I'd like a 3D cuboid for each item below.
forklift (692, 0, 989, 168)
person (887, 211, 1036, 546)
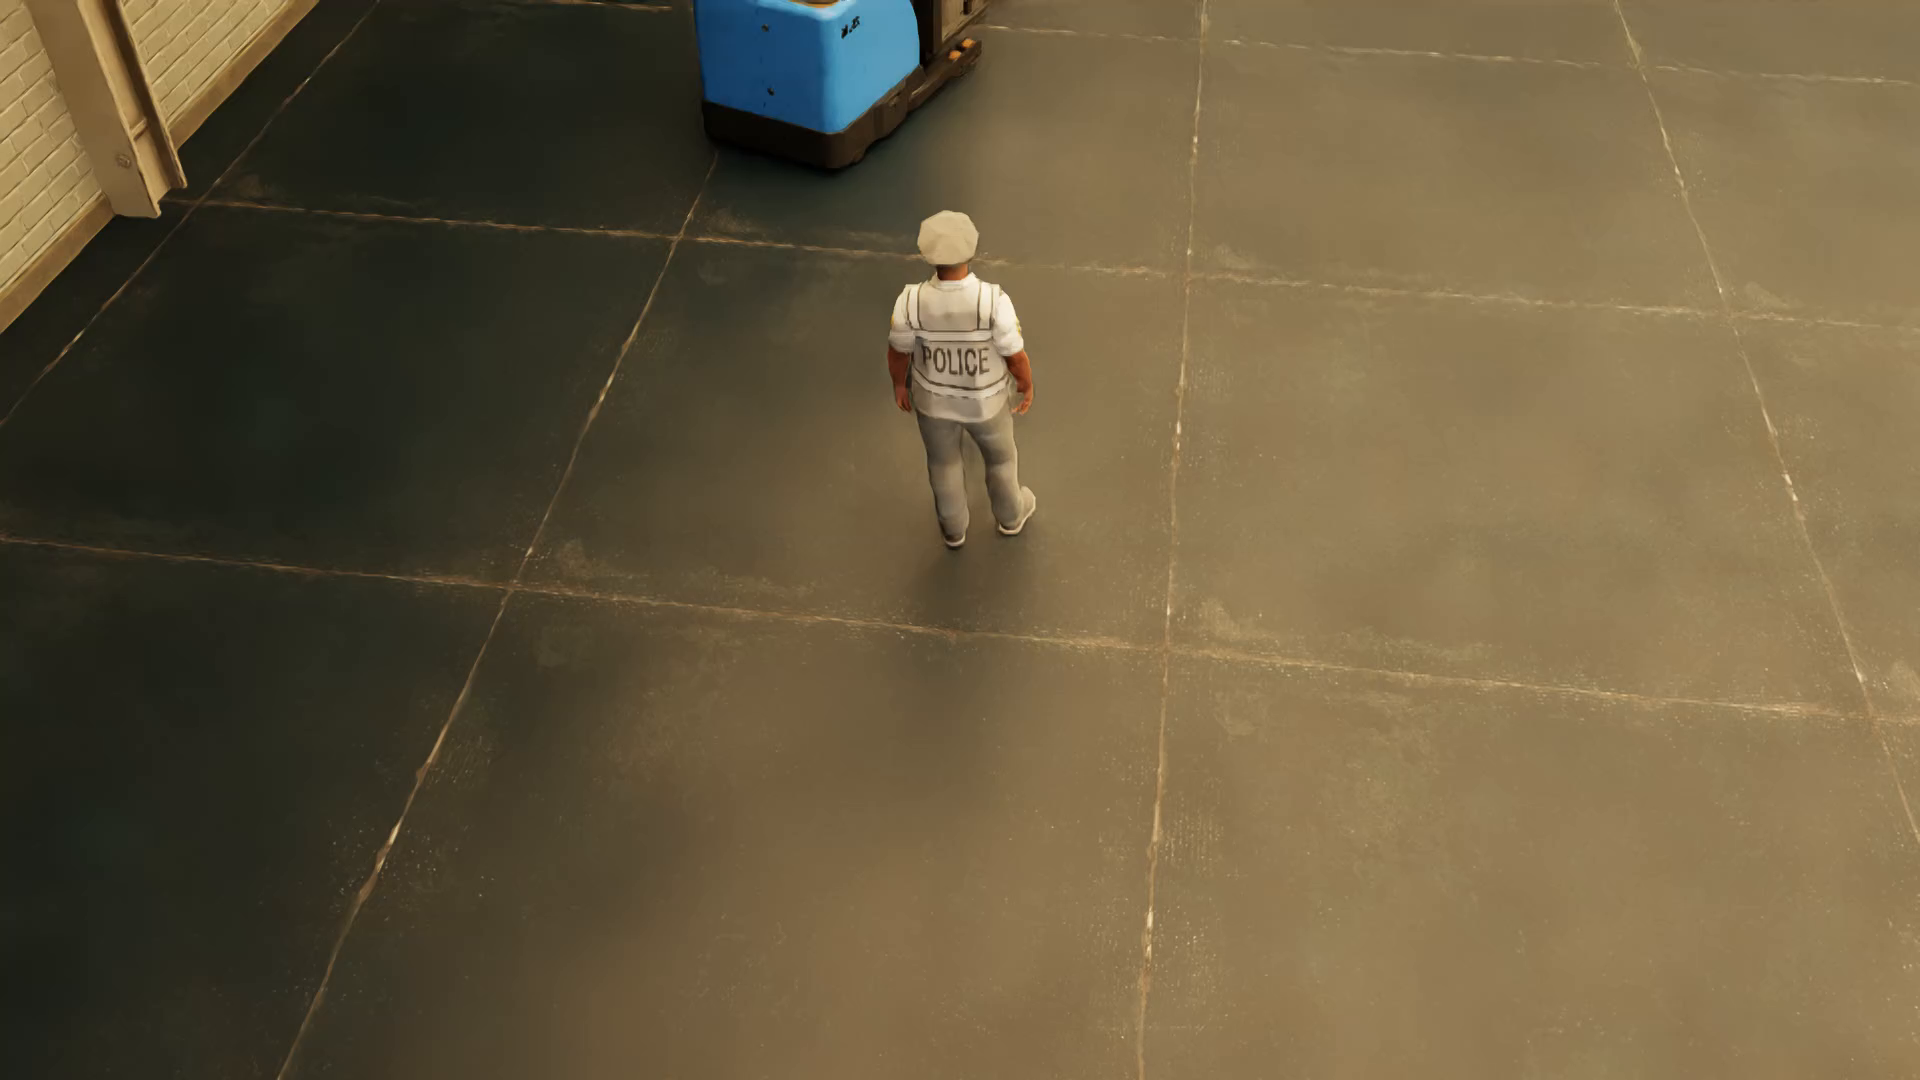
[{"bbox_3d":[-0.506,-4.372,10.483,1.130,2.935,3.031,19,46,20],"label":"forklift"},{"bbox_3d":[0.022,-0.713,7.338,0.640,1.781,0.574,5,43,6],"label":"person"}]
